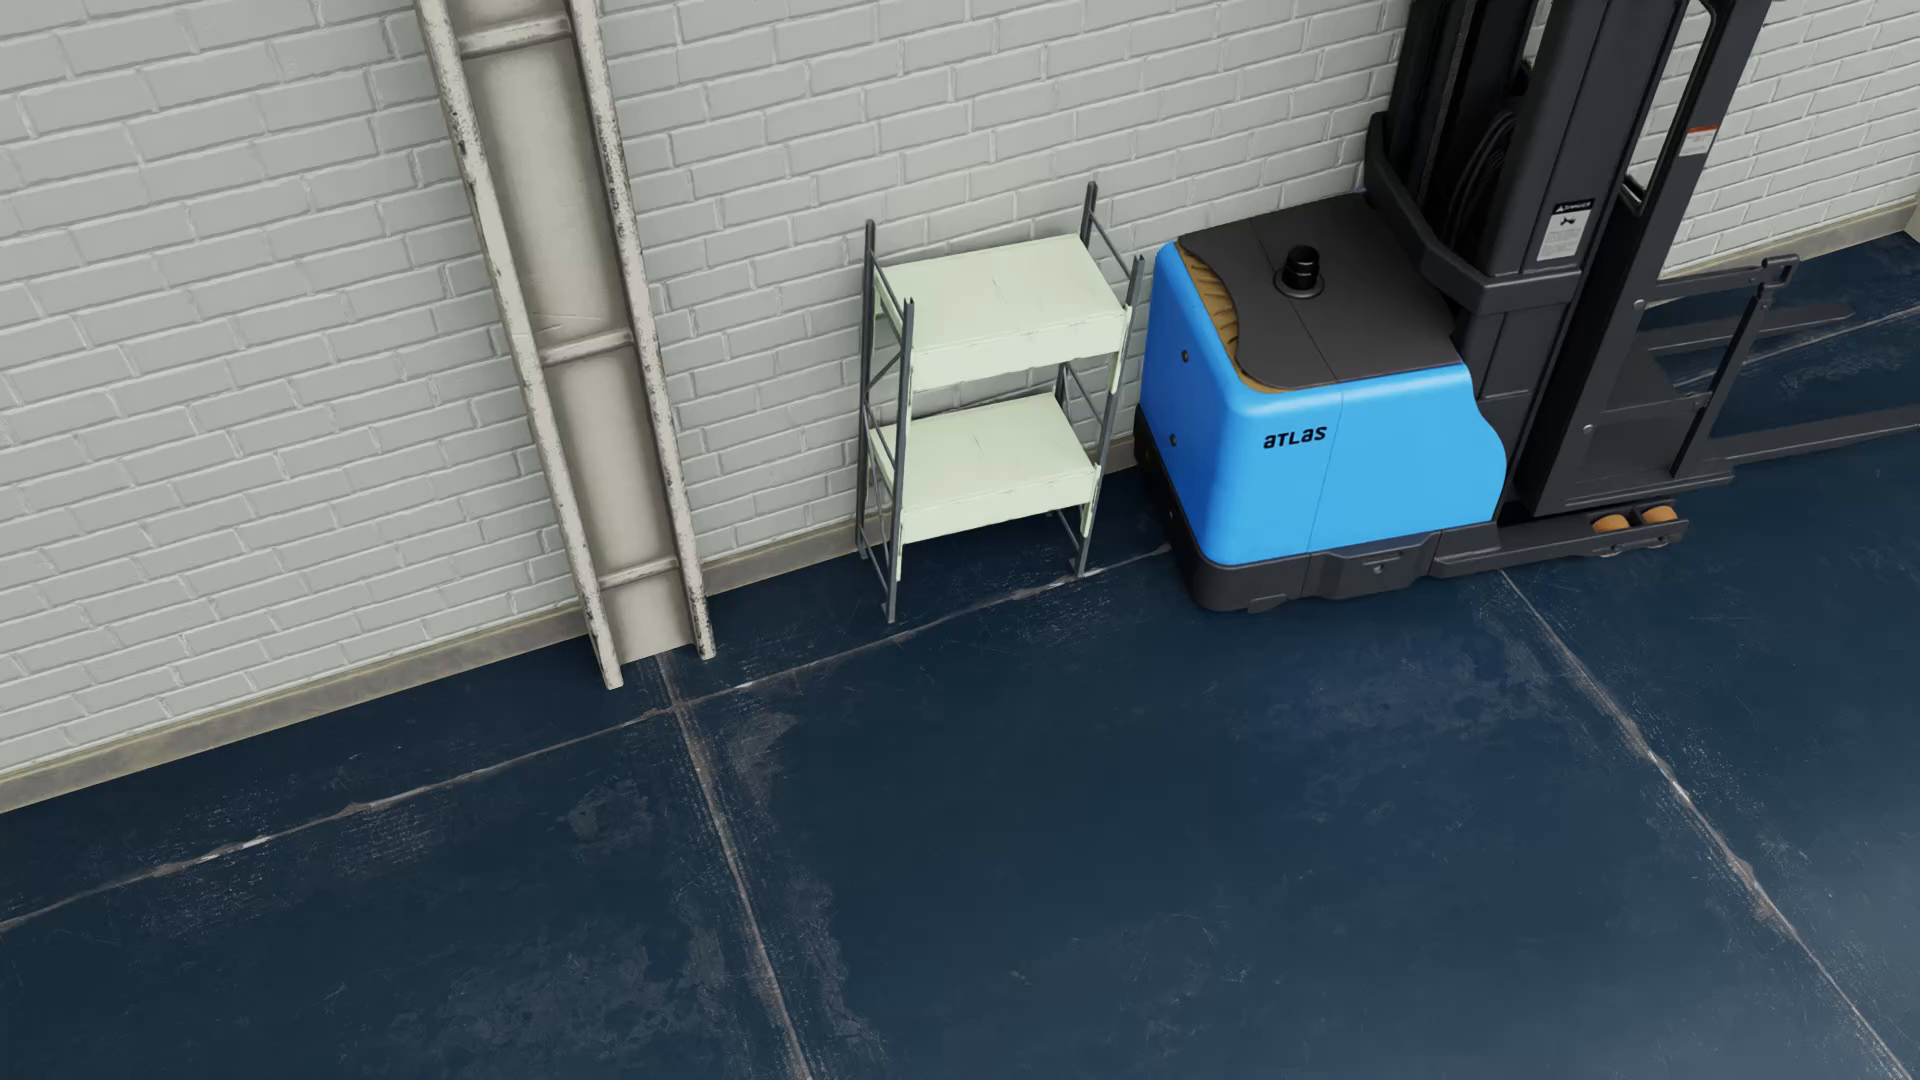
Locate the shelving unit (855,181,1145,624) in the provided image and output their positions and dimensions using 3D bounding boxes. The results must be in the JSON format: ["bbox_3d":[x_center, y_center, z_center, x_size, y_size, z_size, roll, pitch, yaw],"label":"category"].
[{"bbox_3d":[0.084,-0.416,5.574,0.755,1.500,0.431,-13,52,-16],"label":"shelving unit"}]

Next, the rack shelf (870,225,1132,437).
[{"bbox_3d":[0.111,-0.669,5.278,0.720,0.370,0.431,-13,52,-16],"label":"rack shelf"}]

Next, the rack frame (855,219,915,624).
[{"bbox_3d":[-0.259,-0.337,5.475,0.023,1.500,0.400,-13,52,-16],"label":"rack frame"}]

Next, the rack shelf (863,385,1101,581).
[{"bbox_3d":[0.061,-0.204,5.821,0.720,0.370,0.431,-13,52,-16],"label":"rack shelf"}]

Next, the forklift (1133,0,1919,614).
[{"bbox_3d":[2.214,-1.276,5.413,3.031,2.935,1.130,-10,50,-8],"label":"forklift"}]

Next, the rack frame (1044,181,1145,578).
[{"bbox_3d":[0.427,-0.494,5.673,0.023,1.500,0.400,-13,52,-16],"label":"rack frame"}]

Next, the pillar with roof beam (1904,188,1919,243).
[{"bbox_3d":[6.079,-1.270,1.409,0.400,9.000,9.100,-17,52,-14],"label":"pillar with roof beam"}]
